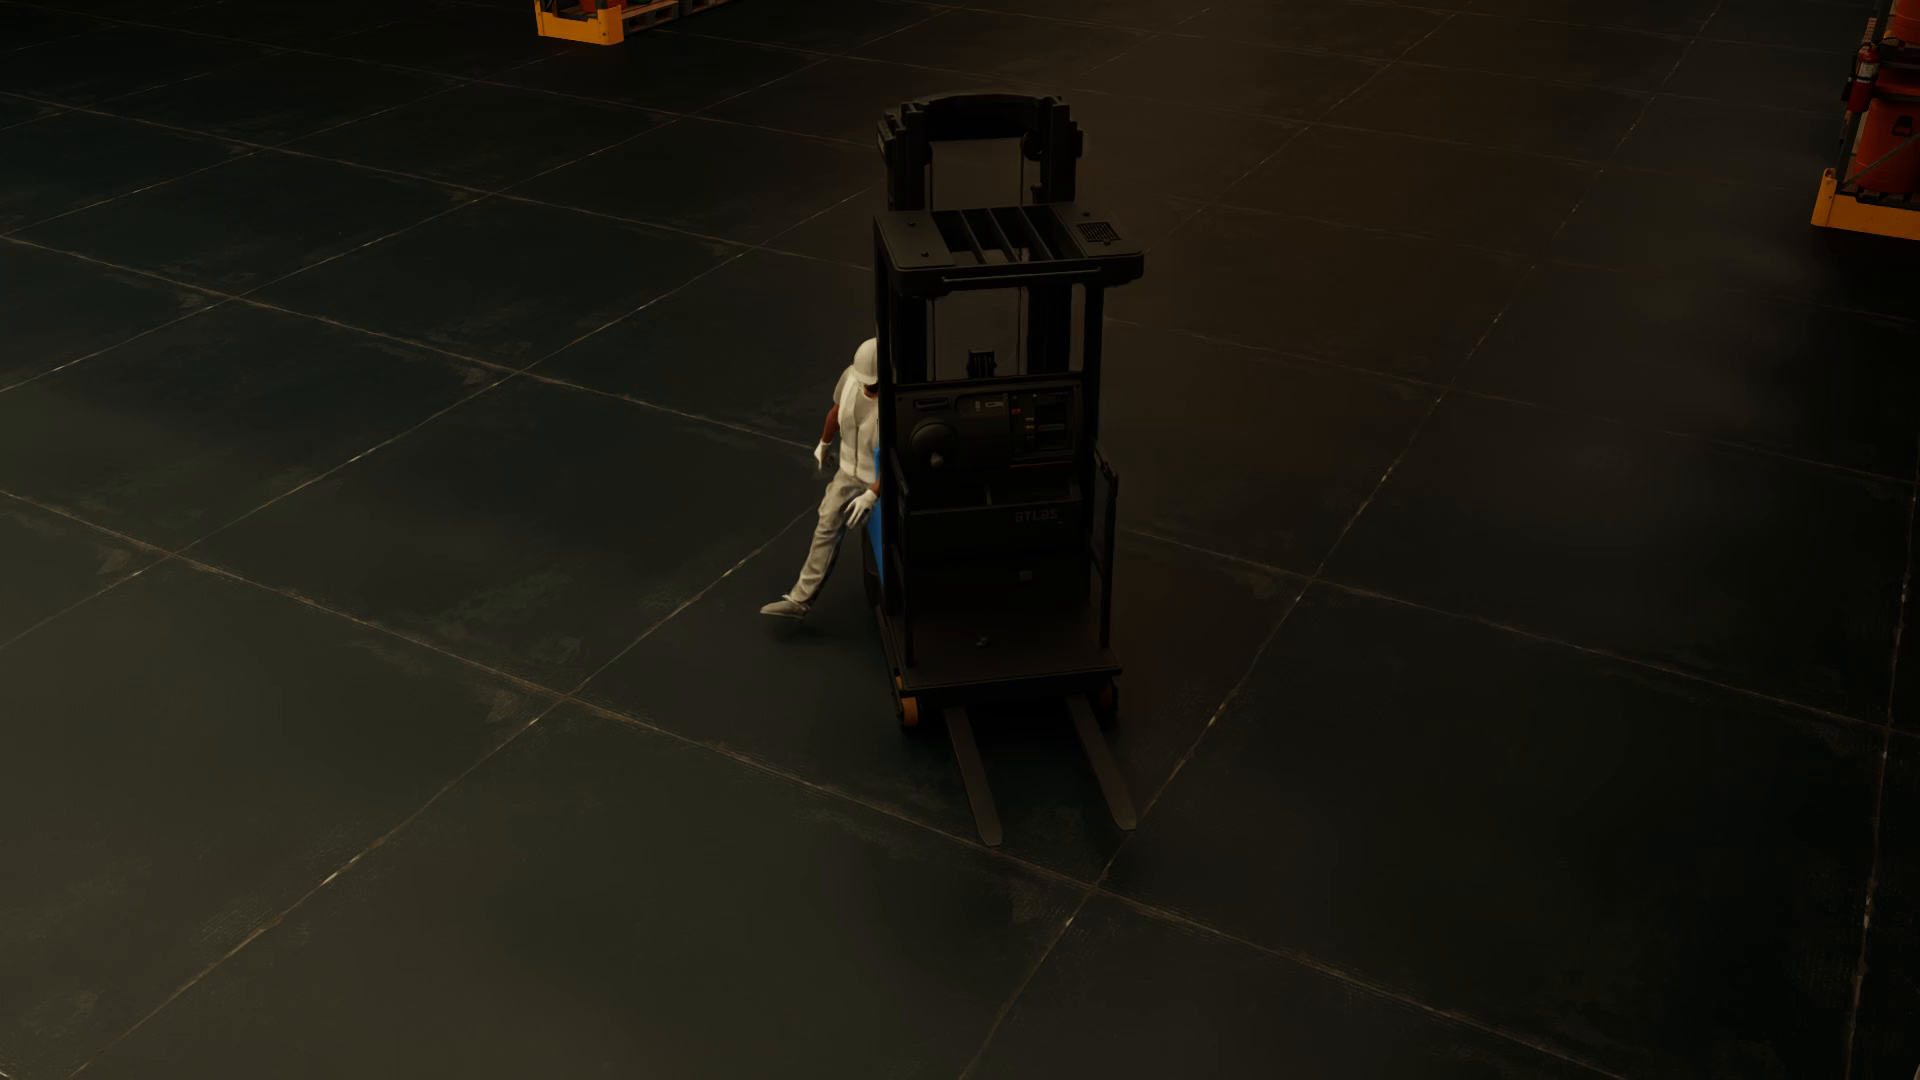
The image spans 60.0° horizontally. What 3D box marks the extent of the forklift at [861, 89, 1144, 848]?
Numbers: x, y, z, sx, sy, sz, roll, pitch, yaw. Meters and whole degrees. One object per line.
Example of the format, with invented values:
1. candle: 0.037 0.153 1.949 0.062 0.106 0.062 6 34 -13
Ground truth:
1. forklift: 0.187 -0.514 7.962 1.130 2.935 3.031 -5 30 -9

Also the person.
1. person: -0.551 -0.276 8.822 0.912 1.679 1.013 22 36 33
